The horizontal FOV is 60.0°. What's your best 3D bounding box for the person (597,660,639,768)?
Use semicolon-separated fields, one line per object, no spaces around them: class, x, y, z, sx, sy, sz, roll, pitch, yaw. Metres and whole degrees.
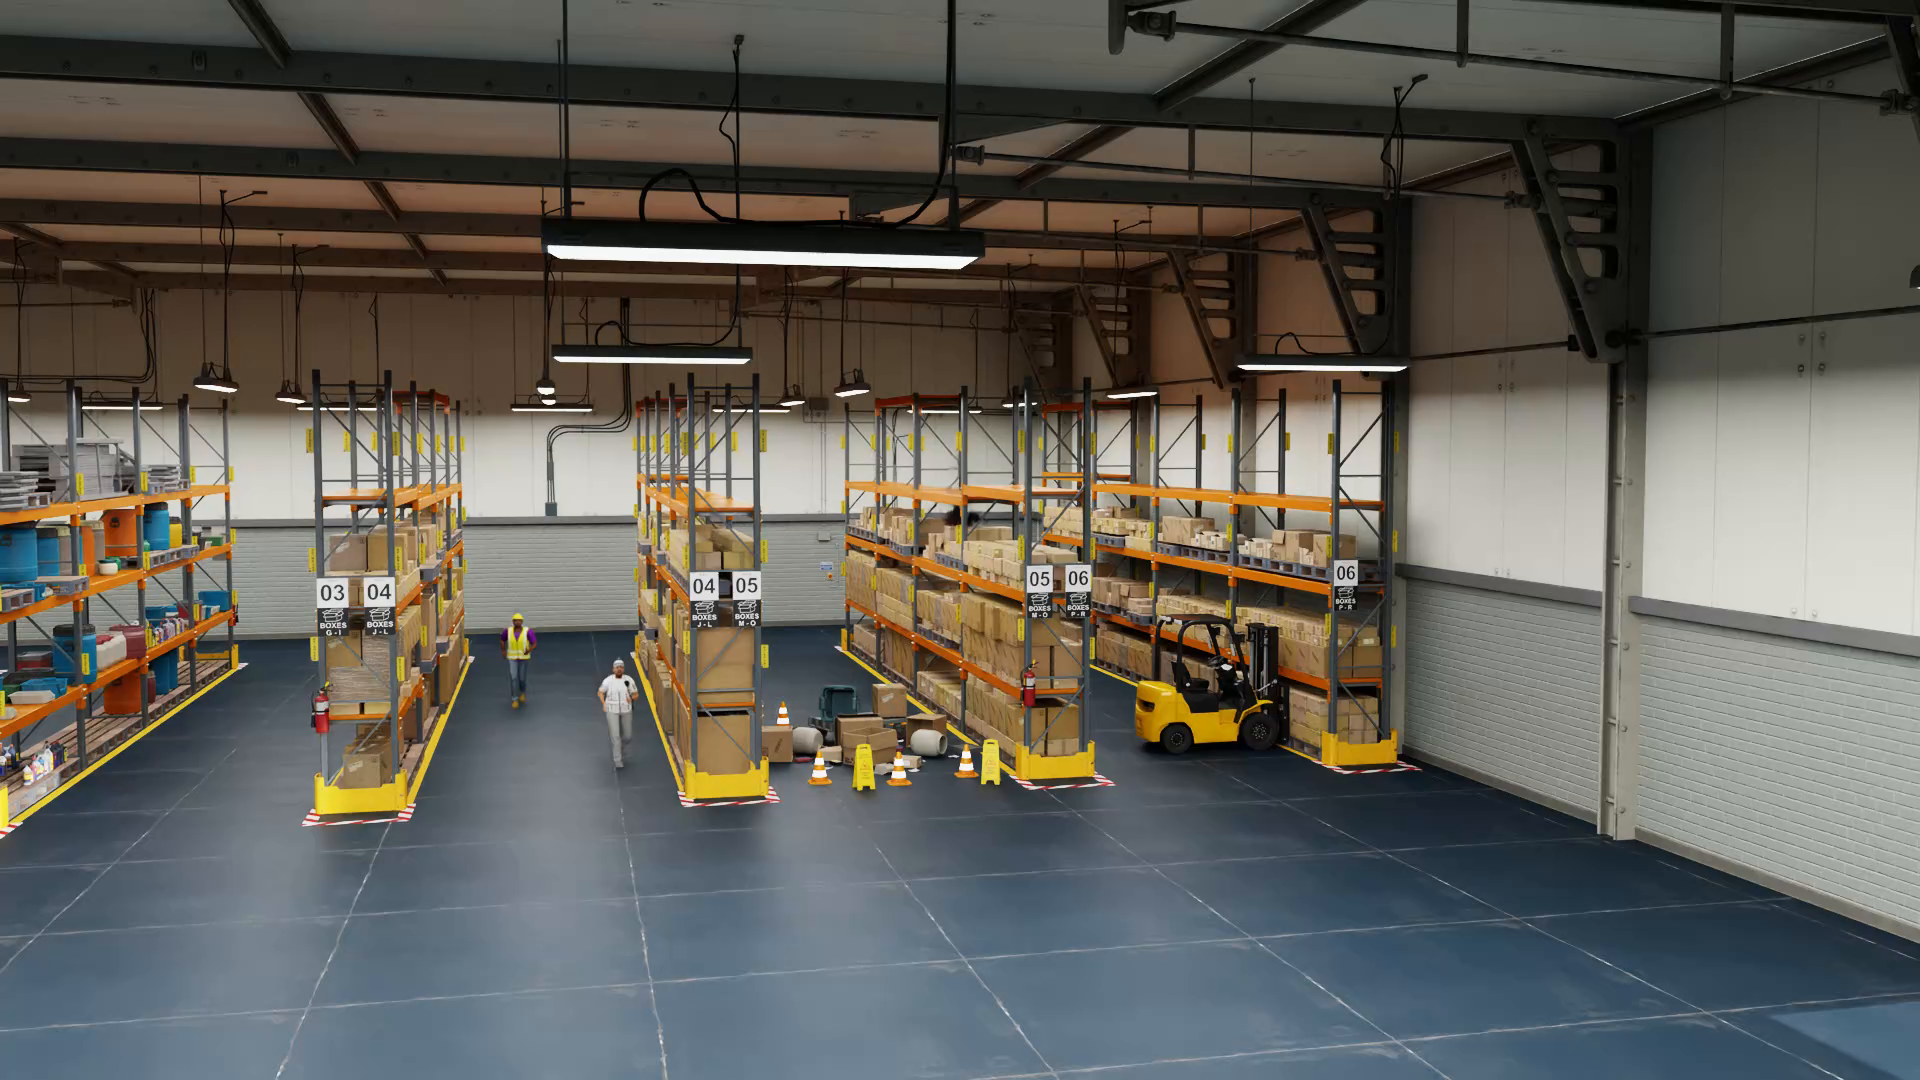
person;-5.323;2.685;25.938;0.620;1.634;0.823;-1;3;-18

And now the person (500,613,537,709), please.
person;-8.402;2.271;31.653;0.695;1.767;0.942;-1;3;-12
